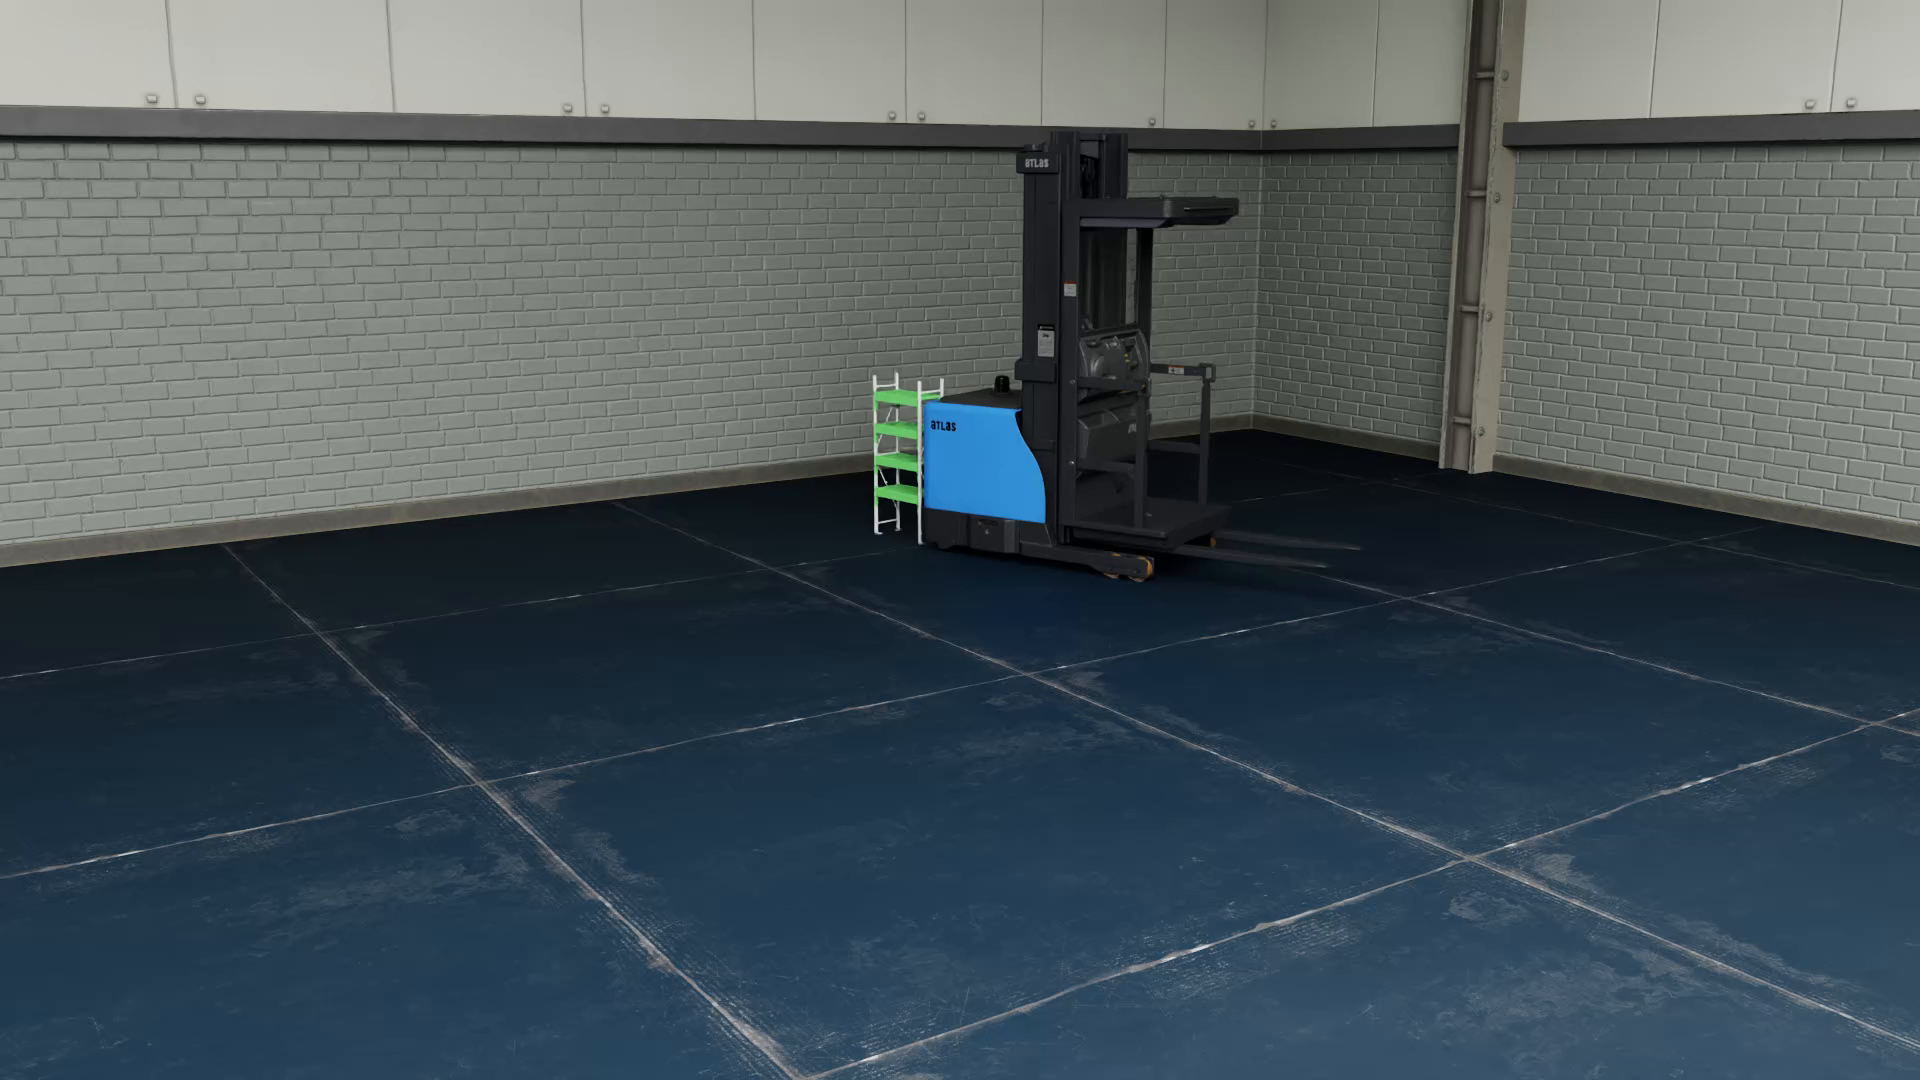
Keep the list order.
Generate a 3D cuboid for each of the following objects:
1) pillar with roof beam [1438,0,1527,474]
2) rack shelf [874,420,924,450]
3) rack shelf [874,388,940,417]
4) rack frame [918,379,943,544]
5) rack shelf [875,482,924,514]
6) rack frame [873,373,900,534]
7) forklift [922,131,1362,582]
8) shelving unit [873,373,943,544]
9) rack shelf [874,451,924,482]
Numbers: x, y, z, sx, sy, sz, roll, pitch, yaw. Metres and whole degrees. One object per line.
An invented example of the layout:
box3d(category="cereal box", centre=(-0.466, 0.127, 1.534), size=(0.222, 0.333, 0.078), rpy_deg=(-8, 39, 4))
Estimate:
box3d(category="pillar with roof beam", centre=(1.089, -4.541, 12.061), size=(9.100, 9.000, 0.400), rpy_deg=(-8, 15, -33))
box3d(category="rack shelf", centre=(-0.383, -0.782, 12.305), size=(0.258, 0.148, 0.480), rpy_deg=(-12, 17, -43))
box3d(category="rack shelf", centre=(-0.383, -1.017, 12.254), size=(0.258, 0.148, 0.480), rpy_deg=(-12, 17, -43))
box3d(category="rack frame", centre=(-0.214, -0.573, 12.171), size=(0.240, 1.200, 0.015), rpy_deg=(-12, 17, -43))
box3d(category="rack shelf", centre=(-0.383, -0.313, 12.408), size=(0.258, 0.148, 0.480), rpy_deg=(-12, 17, -43))
box3d(category="rack frame", centre=(-0.553, -0.648, 12.514), size=(0.240, 1.200, 0.015), rpy_deg=(-12, 17, -43))
box3d(category="forklift", centre=(1.238, -1.282, 11.361), size=(3.031, 2.935, 1.130), rpy_deg=(8, 15, 32))
box3d(category="shelving unit", centre=(-0.383, -0.610, 12.343), size=(0.258, 1.200, 0.503), rpy_deg=(-12, 17, -43))
box3d(category="rack shelf", centre=(-0.383, -0.548, 12.356), size=(0.258, 0.148, 0.480), rpy_deg=(-12, 17, -43))
